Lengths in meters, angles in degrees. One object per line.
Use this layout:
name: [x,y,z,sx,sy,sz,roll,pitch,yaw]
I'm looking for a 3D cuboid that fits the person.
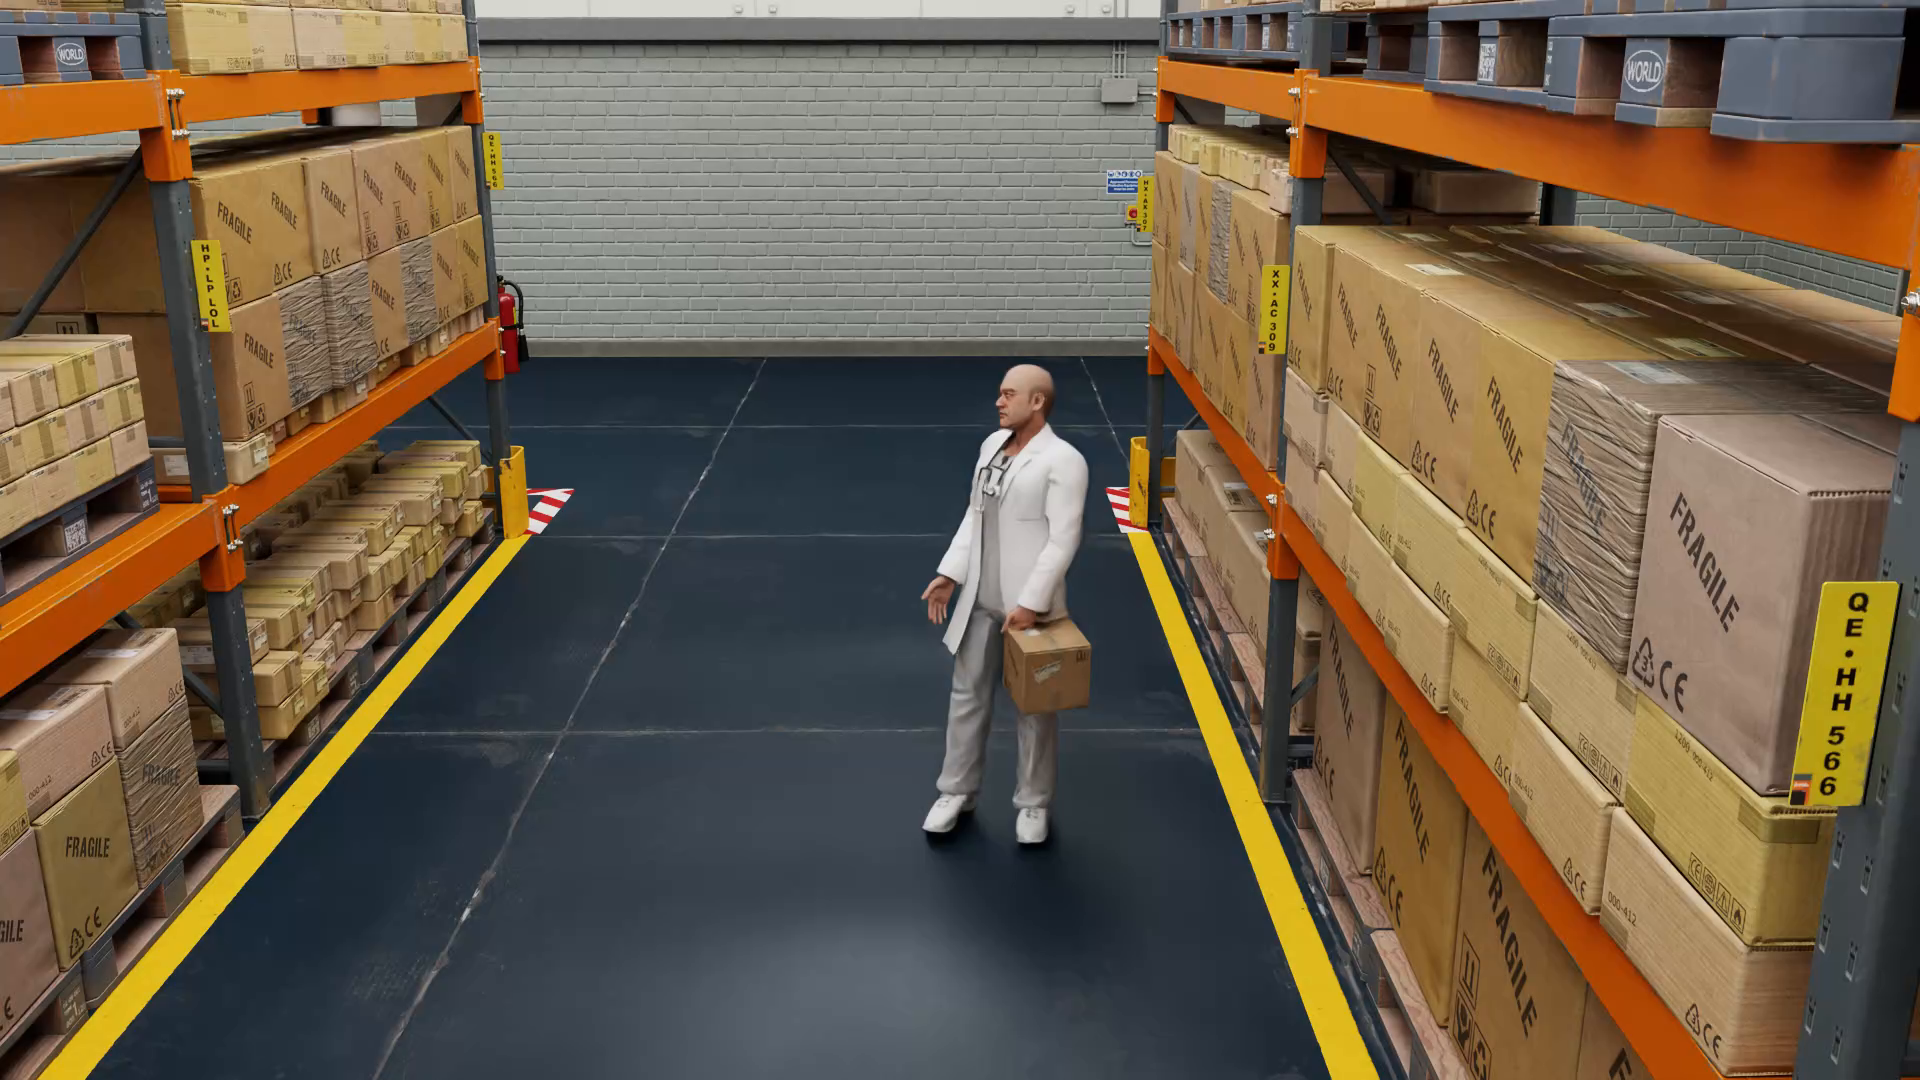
person: [0.152,0.255,6.174,0.579,1.782,0.580,-16,23,-43]
